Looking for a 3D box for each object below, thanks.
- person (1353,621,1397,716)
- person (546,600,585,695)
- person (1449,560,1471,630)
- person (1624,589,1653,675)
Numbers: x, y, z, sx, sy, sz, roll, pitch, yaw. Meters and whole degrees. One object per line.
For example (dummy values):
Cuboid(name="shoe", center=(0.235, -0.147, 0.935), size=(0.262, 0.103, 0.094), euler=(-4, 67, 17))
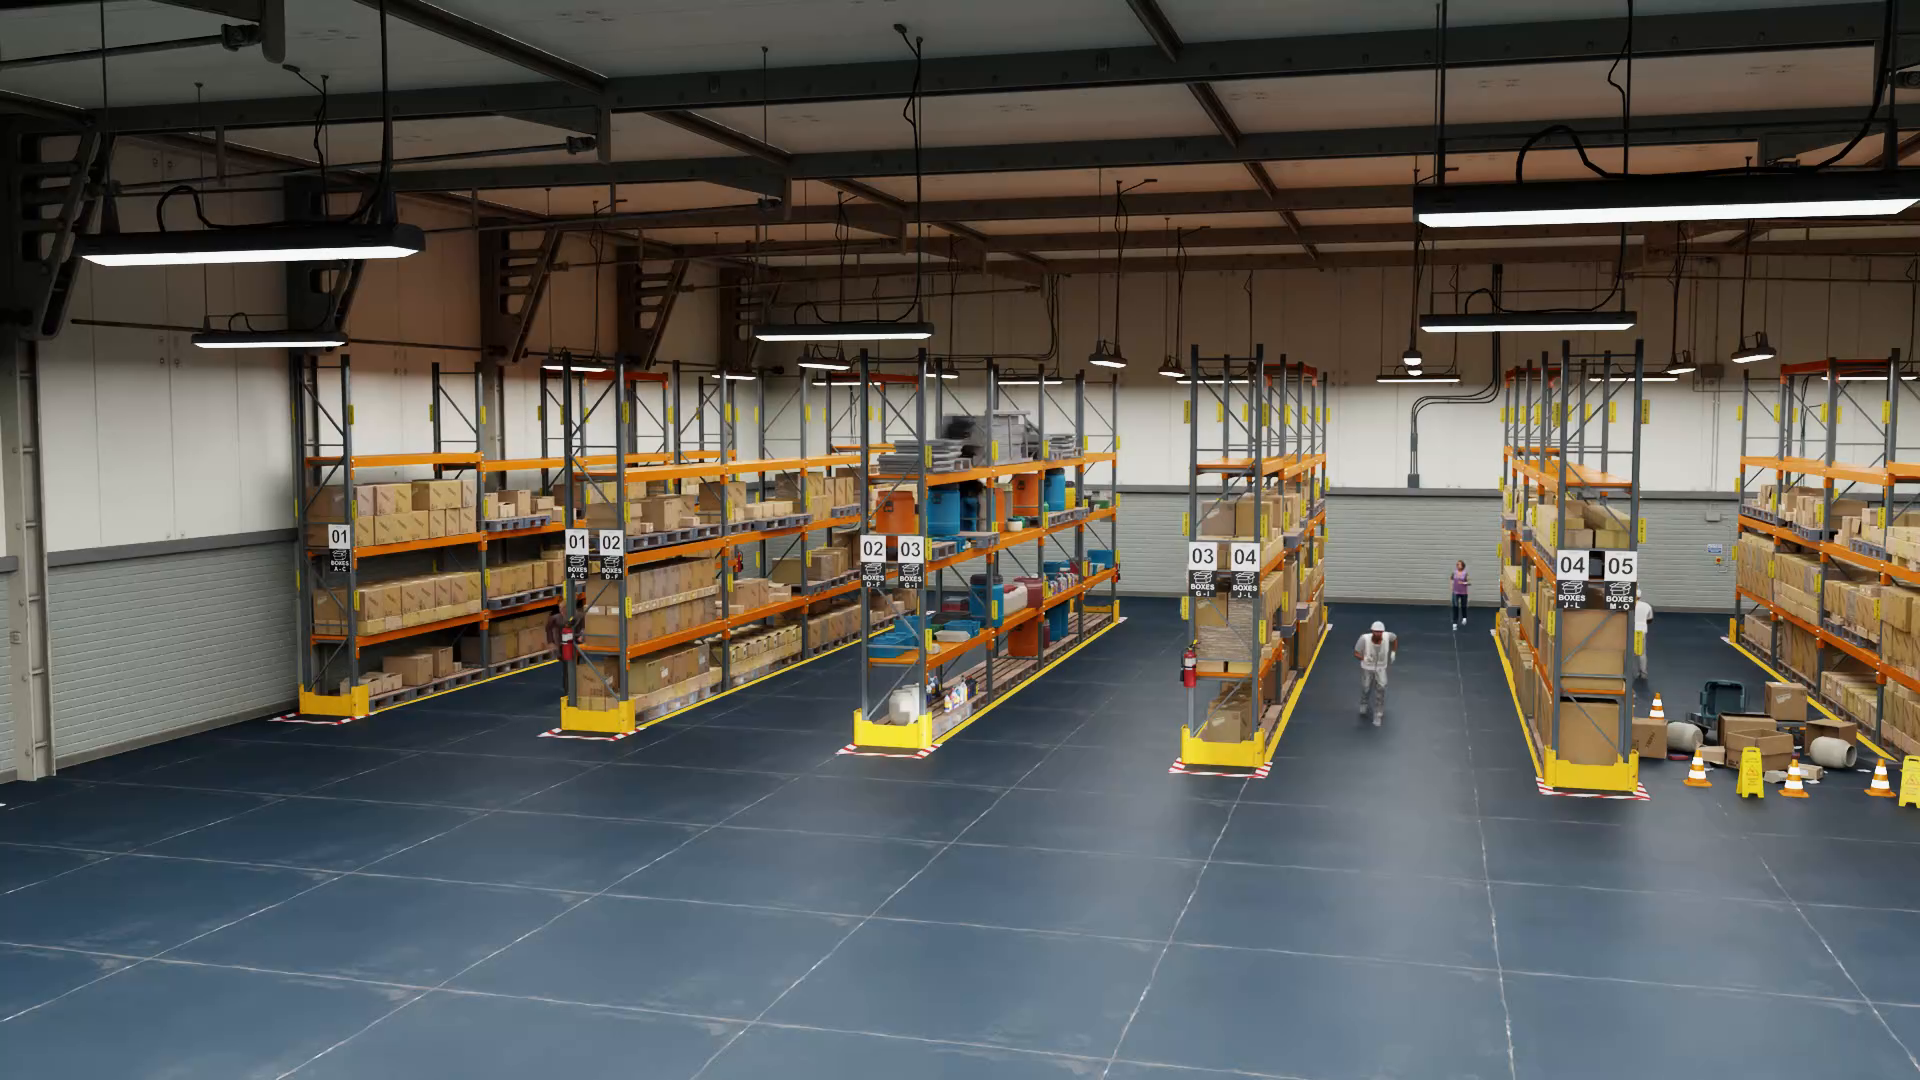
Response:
Cuboid(name="person", center=(6.760, 2.060, 27.171), size=(0.737, 1.552, 0.994), euler=(0, 4, -1))
Cuboid(name="person", center=(-7.031, 1.933, 29.918), size=(0.693, 1.734, 0.852), euler=(-3, 5, -34))
Cuboid(name="person", center=(11.695, 1.266, 38.899), size=(0.528, 1.593, 0.887), euler=(2, 5, 24))
Cuboid(name="person", center=(12.786, 1.720, 31.494), size=(0.712, 1.594, 0.982), euler=(1, 4, 8))
